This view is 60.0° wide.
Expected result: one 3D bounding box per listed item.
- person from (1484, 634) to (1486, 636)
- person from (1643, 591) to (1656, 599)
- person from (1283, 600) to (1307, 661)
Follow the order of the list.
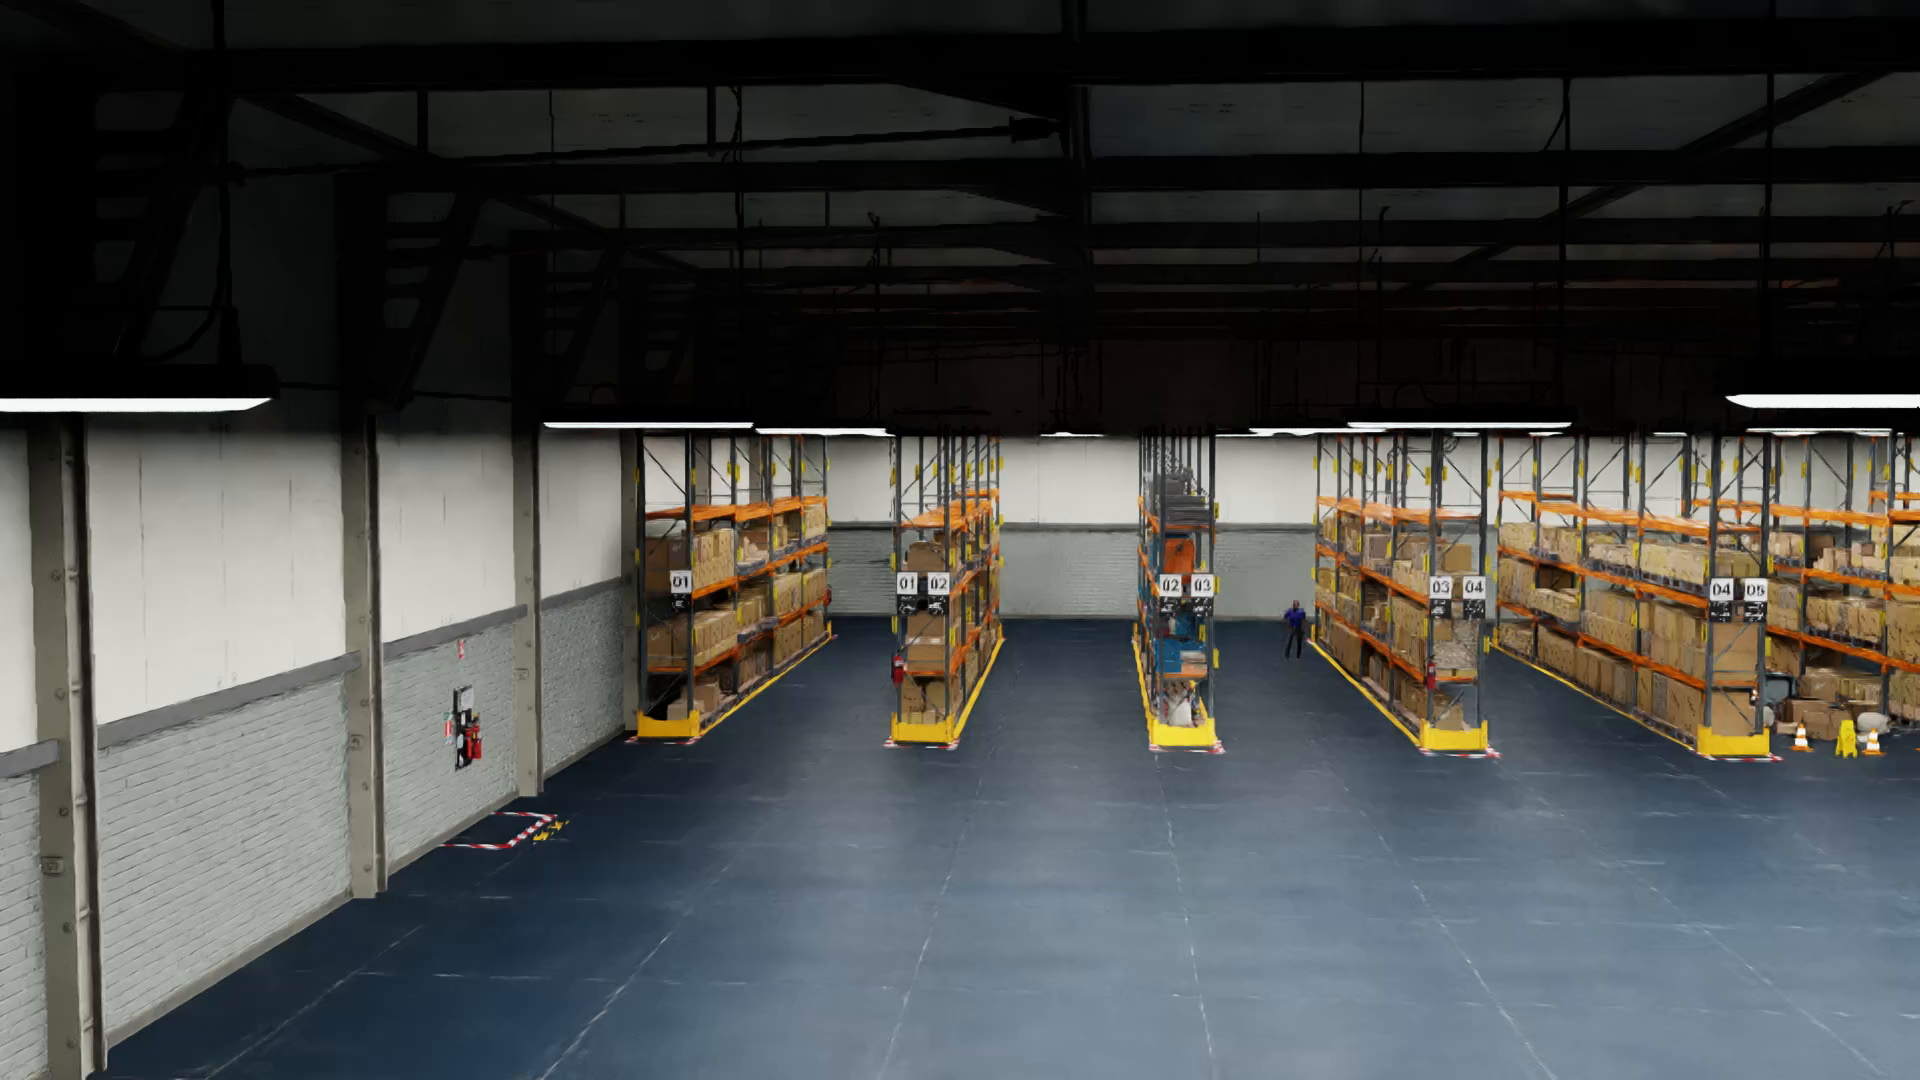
[{"bbox_3d":[14.741,2.009,47.452,0.530,1.666,0.535,3,5,42],"label":"person"},{"bbox_3d":[20.267,1.856,49.154,0.608,1.770,0.635,3,5,41],"label":"person"},{"bbox_3d":[8.626,2.321,42.863,0.592,1.605,0.518,0,3,5],"label":"person"}]
